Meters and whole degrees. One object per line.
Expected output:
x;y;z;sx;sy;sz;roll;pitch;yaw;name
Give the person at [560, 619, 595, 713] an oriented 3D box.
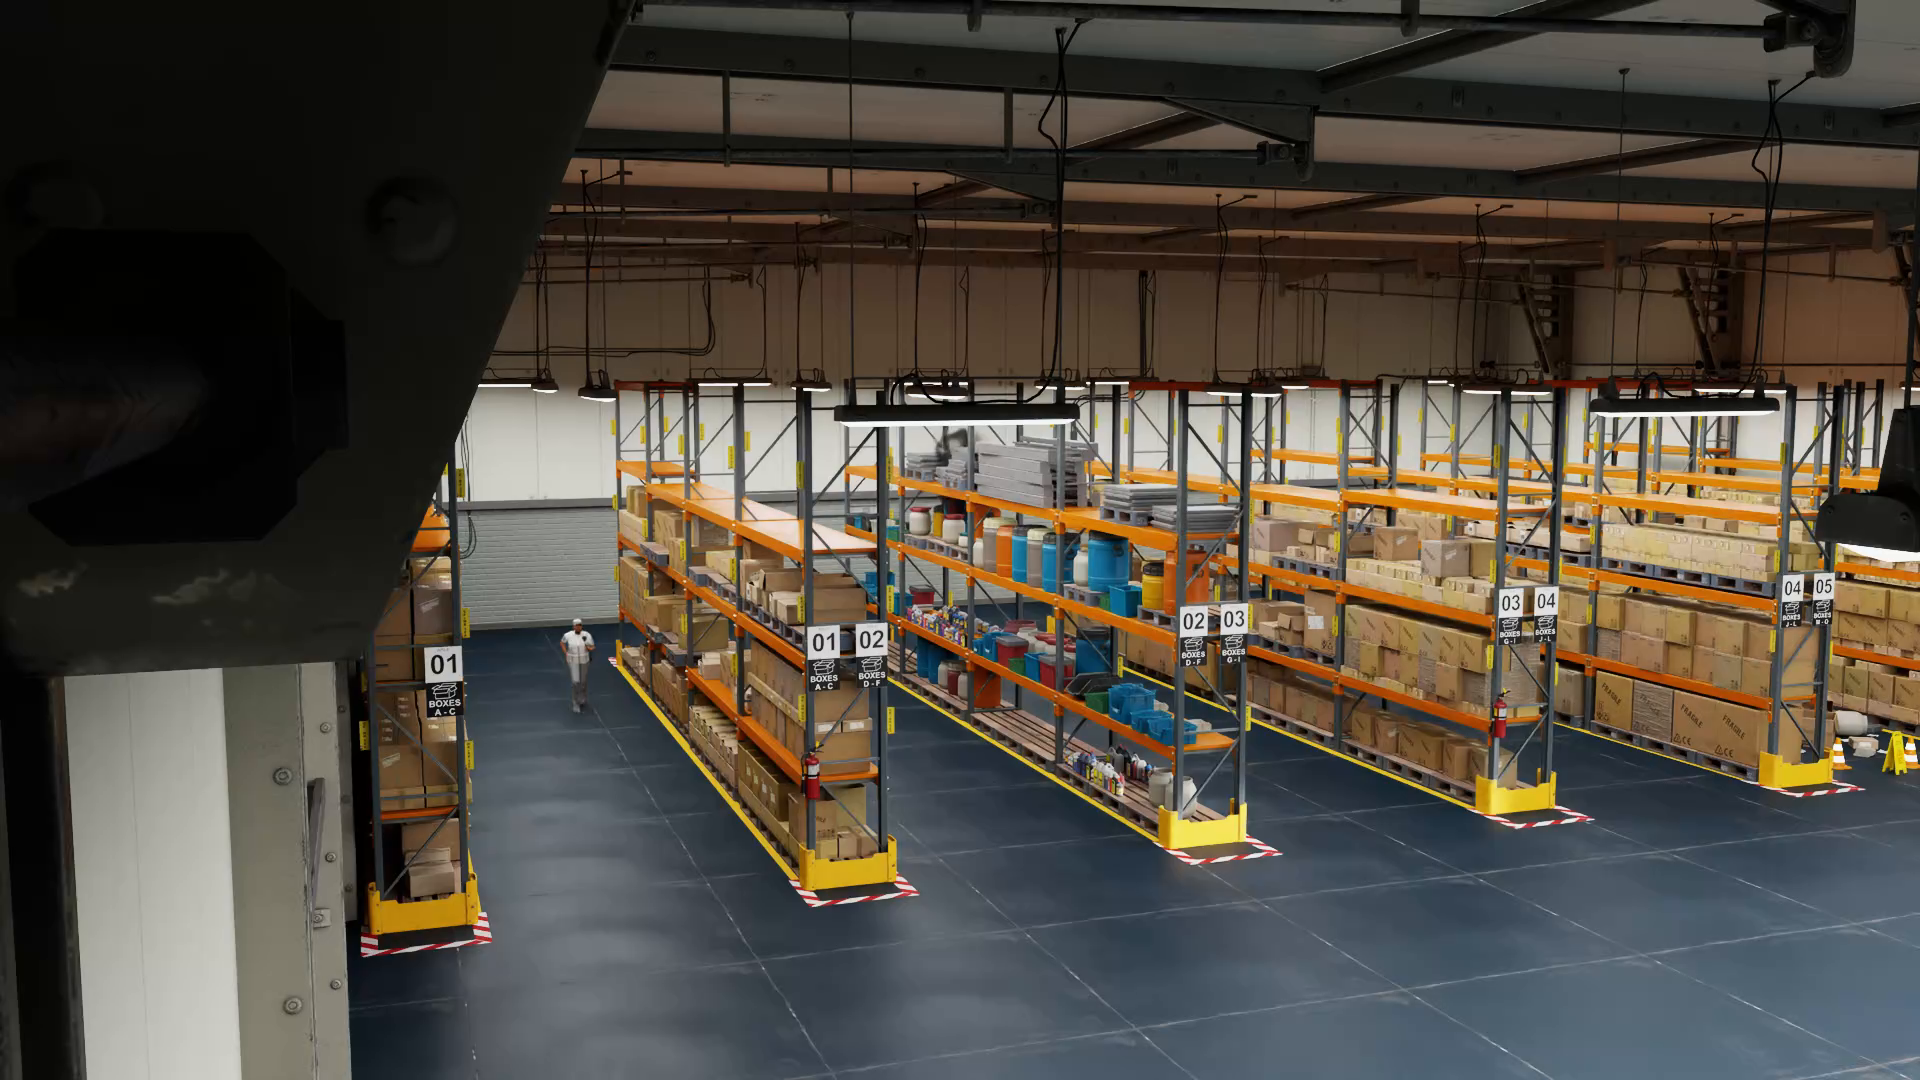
-6.999;2.278;30.515;0.608;1.706;0.736;-2;6;-18;person
